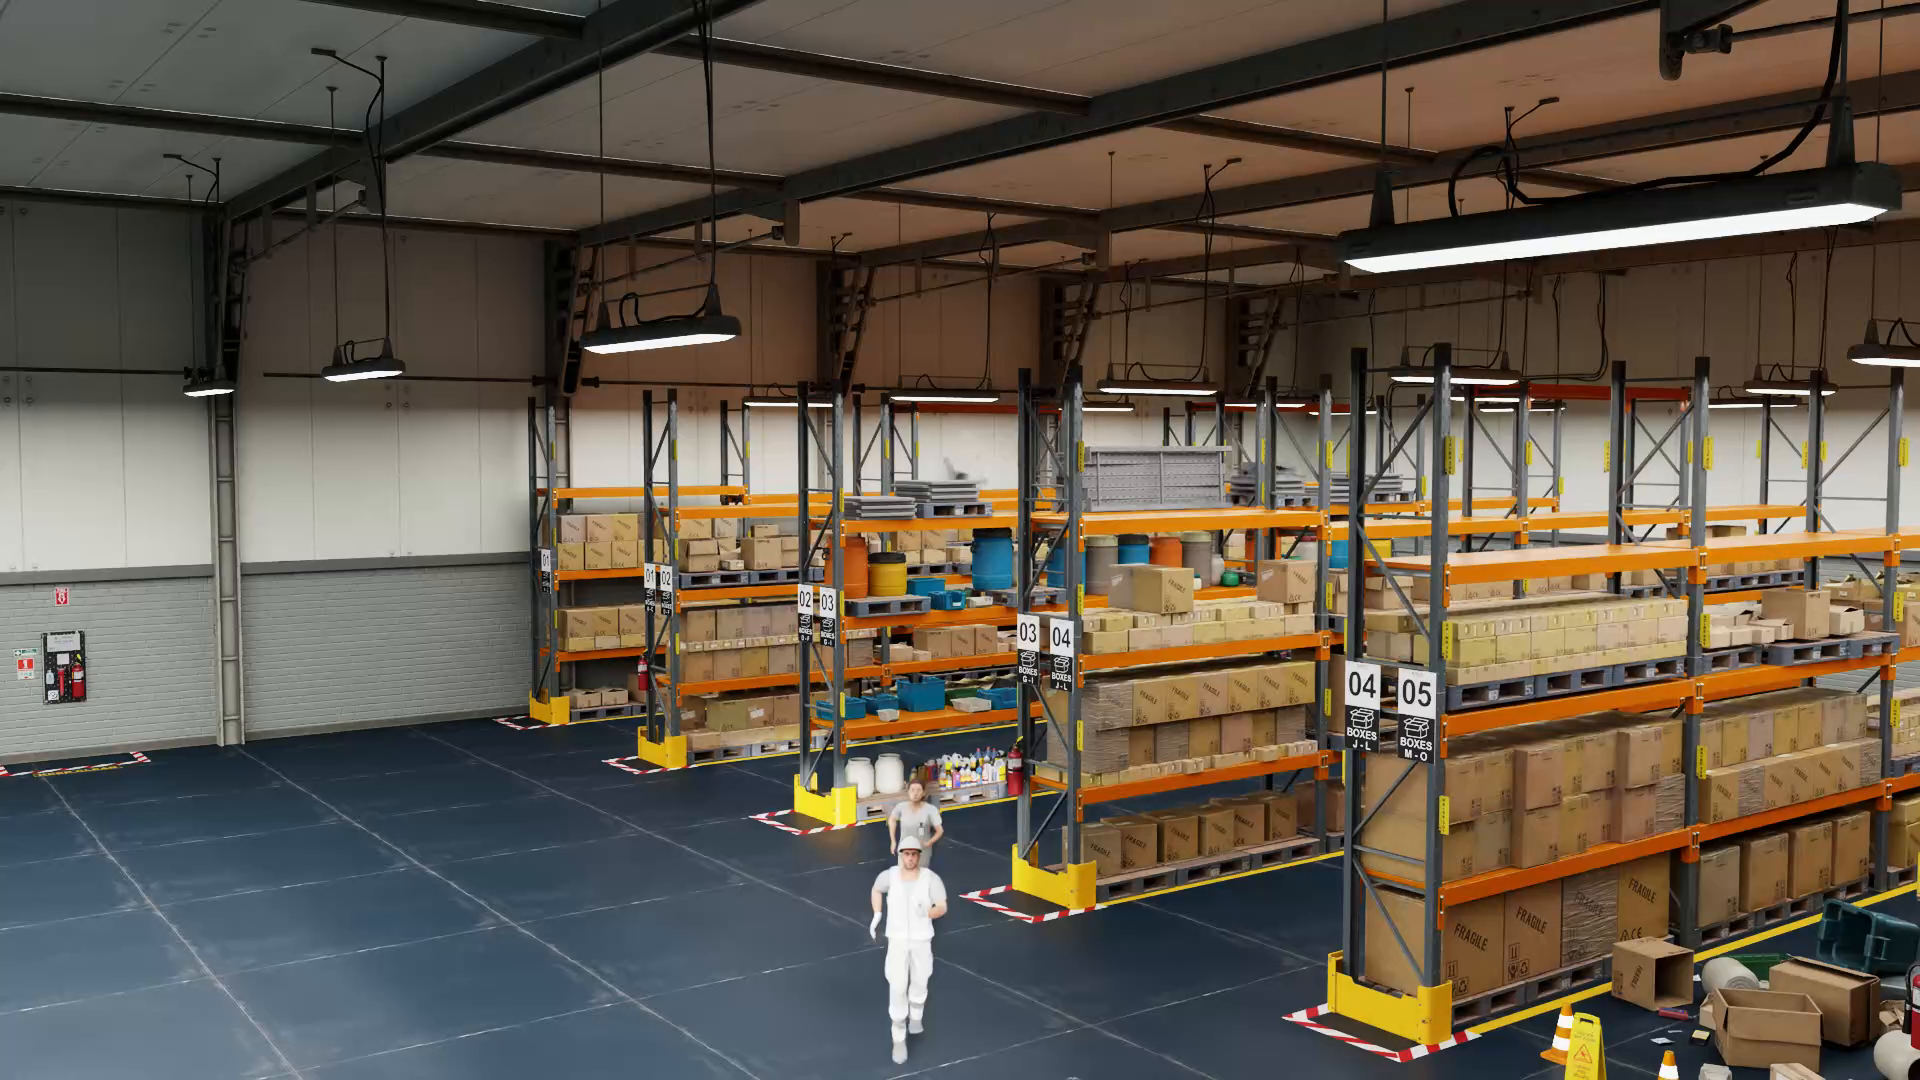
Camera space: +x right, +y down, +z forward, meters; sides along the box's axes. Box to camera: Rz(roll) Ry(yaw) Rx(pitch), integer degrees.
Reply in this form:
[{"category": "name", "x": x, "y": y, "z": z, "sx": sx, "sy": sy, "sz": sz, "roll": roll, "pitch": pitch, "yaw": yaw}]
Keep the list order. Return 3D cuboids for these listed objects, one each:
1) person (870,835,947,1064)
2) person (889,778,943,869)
[{"category": "person", "x": -0.436, "y": 3.428, "z": 14.137, "sx": 0.649, "sy": 1.848, "sz": 0.799, "roll": 0, "pitch": 3, "yaw": -5}, {"category": "person", "x": -0.463, "y": 3.312, "z": 17.312, "sx": 0.578, "sy": 1.697, "sz": 0.912, "roll": 0, "pitch": 3, "yaw": 2}]
